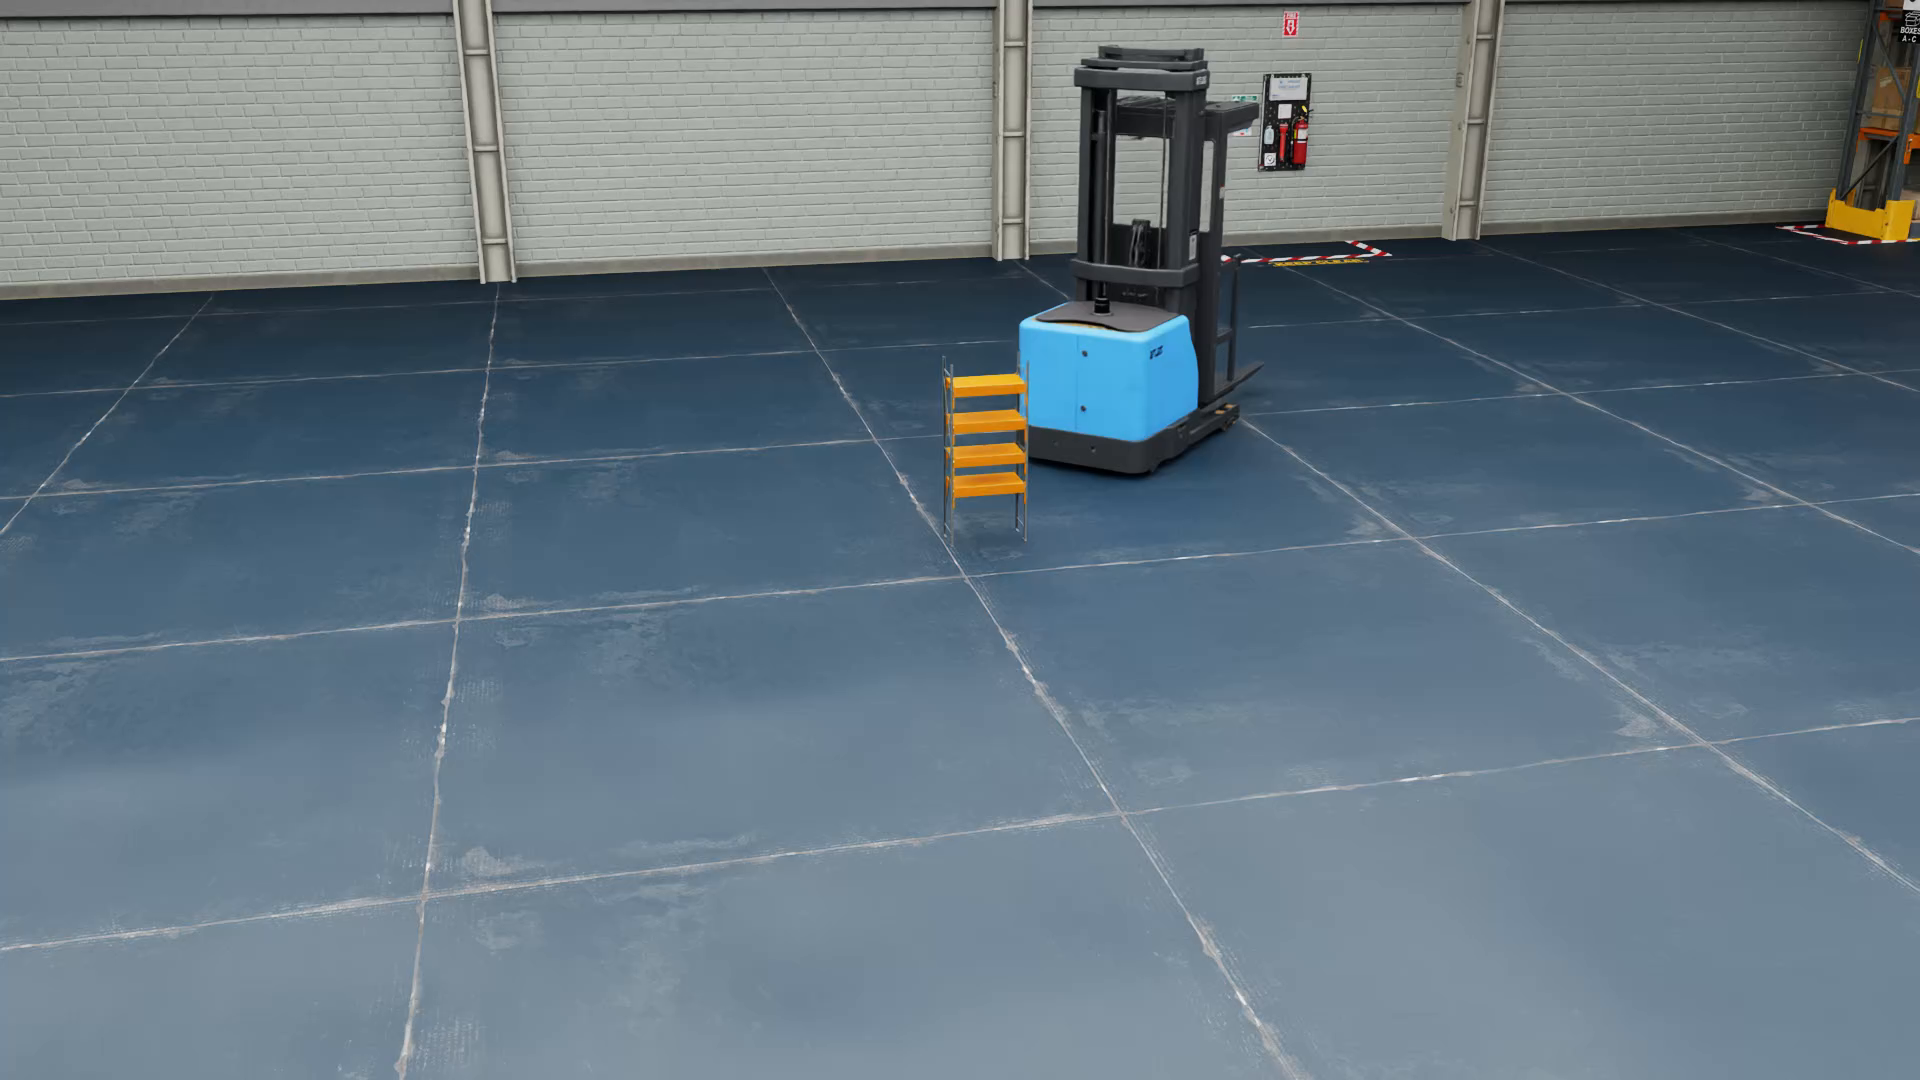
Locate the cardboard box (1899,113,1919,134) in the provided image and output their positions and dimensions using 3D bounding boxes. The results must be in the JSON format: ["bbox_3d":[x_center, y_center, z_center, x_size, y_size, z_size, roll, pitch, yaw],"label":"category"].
[{"bbox_3d":[12.353,-5.306,21.129,0.500,0.250,0.500,-5,21,-14],"label":"cardboard box"}]

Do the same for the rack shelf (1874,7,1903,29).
[{"bbox_3d":[13.752,-6.664,21.331,4.000,0.370,1.077,-5,21,-12],"label":"rack shelf"}]

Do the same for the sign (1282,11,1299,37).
[{"bbox_3d":[4.004,-6.244,20.128,0.199,0.298,0.001,-5,21,-12],"label":"sign"}]

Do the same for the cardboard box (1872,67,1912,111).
[{"bbox_3d":[12.215,-5.835,21.481,0.500,0.500,0.500,-5,21,-13],"label":"cardboard box"}]

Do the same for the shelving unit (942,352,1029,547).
[{"bbox_3d":[0.161,-0.577,10.644,0.503,1.200,0.258,-5,21,-12],"label":"shelving unit"}]

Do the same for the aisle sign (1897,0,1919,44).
[{"bbox_3d":[11.804,-6.550,20.554,0.004,0.787,0.394,-5,21,-12],"label":"aisle sign"}]

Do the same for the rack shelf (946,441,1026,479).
[{"bbox_3d":[0.161,-0.513,10.667,0.480,0.148,0.258,-5,21,-12],"label":"rack shelf"}]

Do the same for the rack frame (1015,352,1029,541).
[{"bbox_3d":[0.399,-0.596,10.697,0.015,1.200,0.240,-5,21,-12],"label":"rack frame"}]

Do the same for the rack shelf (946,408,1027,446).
[{"bbox_3d":[0.161,-0.723,10.590,0.480,0.148,0.258,-5,21,-12],"label":"rack shelf"}]

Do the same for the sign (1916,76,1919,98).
[{"bbox_3d":[11.930,-5.660,20.646,0.005,0.325,0.100,-5,21,-12],"label":"sign"}]

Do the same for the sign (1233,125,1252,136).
[{"bbox_3d":[3.473,-5.130,20.406,0.234,0.329,0.001,-5,21,-12],"label":"sign"}]

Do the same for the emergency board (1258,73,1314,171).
[{"bbox_3d":[4.035,-5.122,20.437,0.643,1.169,0.194,-5,21,-12],"label":"emergency board"}]

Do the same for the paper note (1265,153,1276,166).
[{"bbox_3d":[3.847,-4.718,20.614,0.142,0.148,0.016,-5,21,-12],"label":"paper note"}]

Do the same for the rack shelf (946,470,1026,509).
[{"bbox_3d":[0.161,-0.327,10.735,0.480,0.148,0.258,-5,21,-12],"label":"rack shelf"}]

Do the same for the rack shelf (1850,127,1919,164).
[{"bbox_3d":[13.752,-5.256,21.847,4.000,0.370,1.077,-5,21,-12],"label":"rack shelf"}]

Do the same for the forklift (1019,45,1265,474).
[{"bbox_3d":[1.589,-2.311,12.861,1.130,2.935,3.031,11,23,28],"label":"forklift"}]

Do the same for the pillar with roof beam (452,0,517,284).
[{"bbox_3d":[-4.239,-5.731,13.378,0.400,9.000,9.100,-5,21,-12],"label":"pillar with roof beam"}]

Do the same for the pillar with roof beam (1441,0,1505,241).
[{"bbox_3d":[7.439,-6.681,15.971,0.400,9.000,9.100,-5,21,-12],"label":"pillar with roof beam"}]

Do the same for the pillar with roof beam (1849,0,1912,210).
[{"bbox_3d":[13.278,-7.156,17.267,0.400,9.000,9.100,-5,21,-12],"label":"pillar with roof beam"}]

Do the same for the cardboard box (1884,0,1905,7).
[{"bbox_3d":[12.153,-7.018,21.076,0.500,0.500,0.500,-3,20,-9],"label":"cardboard box"}]

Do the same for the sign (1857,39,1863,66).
[{"bbox_3d":[11.697,-6.315,21.549,0.005,0.325,0.100,-5,21,-12],"label":"sign"}]

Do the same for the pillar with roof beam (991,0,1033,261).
[{"bbox_3d":[1.600,-6.206,14.674,0.400,9.000,9.100,-5,21,-12],"label":"pillar with roof beam"}]

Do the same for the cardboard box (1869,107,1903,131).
[{"bbox_3d":[12.216,-5.476,21.592,0.500,0.250,0.500,-4,21,-12],"label":"cardboard box"}]

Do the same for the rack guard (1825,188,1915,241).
[{"bbox_3d":[11.879,-4.267,21.737,0.348,0.500,1.175,-5,21,-12],"label":"rack guard"}]

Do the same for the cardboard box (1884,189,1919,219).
[{"bbox_3d":[12.499,-4.404,21.745,0.500,0.311,0.500,-7,21,-19],"label":"cardboard box"}]

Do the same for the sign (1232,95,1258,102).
[{"bbox_3d":[3.479,-5.376,20.308,0.331,0.109,0.001,-5,21,-12],"label":"sign"}]

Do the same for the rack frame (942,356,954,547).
[{"bbox_3d":[-0.076,-0.557,10.591,0.015,1.200,0.240,-5,21,-12],"label":"rack frame"}]

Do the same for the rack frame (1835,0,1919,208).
[{"bbox_3d":[11.805,-5.435,21.291,0.127,3.000,1.000,-5,21,-12],"label":"rack frame"}]

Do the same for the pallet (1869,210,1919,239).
[{"bbox_3d":[12.678,-4.184,21.930,1.213,0.211,1.003,-5,21,-12],"label":"pallet"}]

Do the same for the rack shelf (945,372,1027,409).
[{"bbox_3d":[0.161,-0.945,10.509,0.480,0.148,0.258,-5,21,-12],"label":"rack shelf"}]

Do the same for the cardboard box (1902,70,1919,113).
[{"bbox_3d":[12.339,-5.663,21.013,0.500,0.500,0.500,-5,21,-12],"label":"cardboard box"}]
